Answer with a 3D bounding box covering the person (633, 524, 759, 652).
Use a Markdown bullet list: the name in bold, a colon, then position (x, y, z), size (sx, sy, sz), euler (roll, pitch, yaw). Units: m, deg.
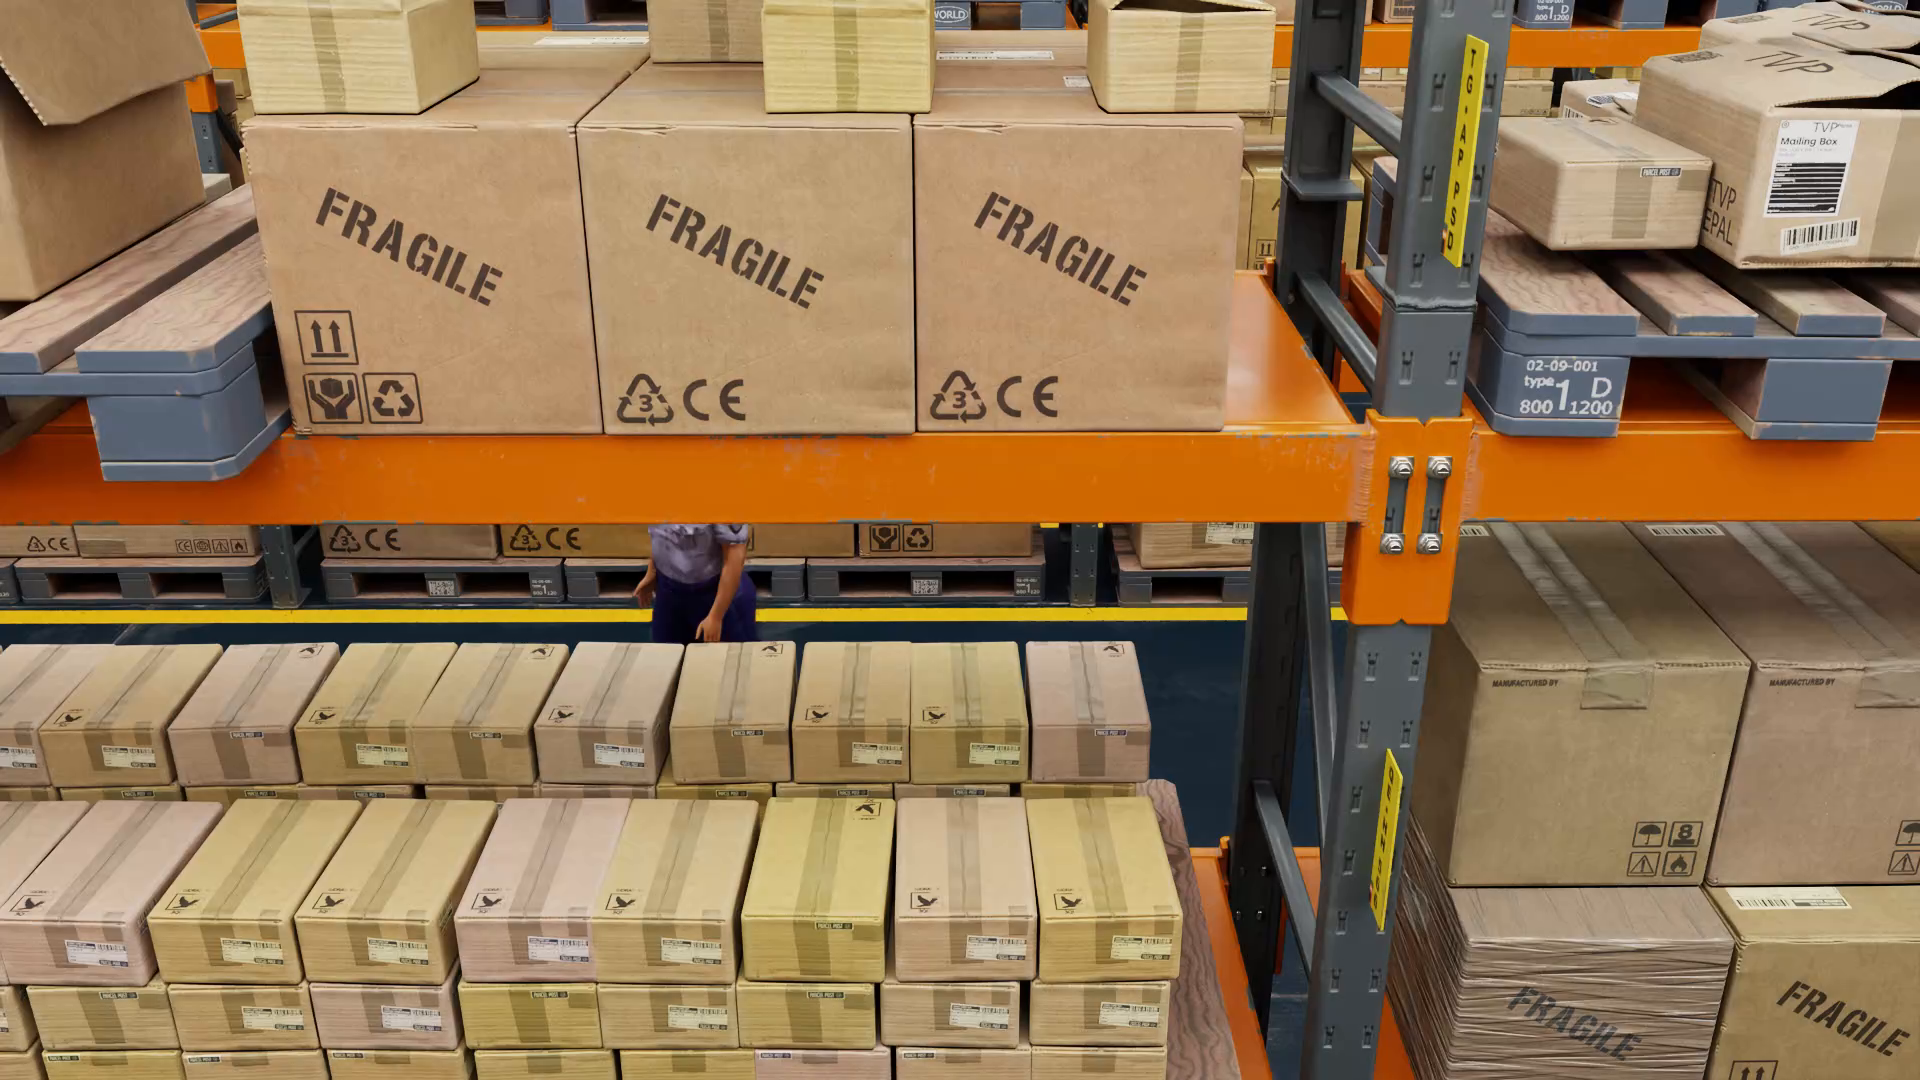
- **person**: position (-1.062, 0.239, 6.574), size (0.593, 1.639, 0.607), euler (21, 32, 39)
